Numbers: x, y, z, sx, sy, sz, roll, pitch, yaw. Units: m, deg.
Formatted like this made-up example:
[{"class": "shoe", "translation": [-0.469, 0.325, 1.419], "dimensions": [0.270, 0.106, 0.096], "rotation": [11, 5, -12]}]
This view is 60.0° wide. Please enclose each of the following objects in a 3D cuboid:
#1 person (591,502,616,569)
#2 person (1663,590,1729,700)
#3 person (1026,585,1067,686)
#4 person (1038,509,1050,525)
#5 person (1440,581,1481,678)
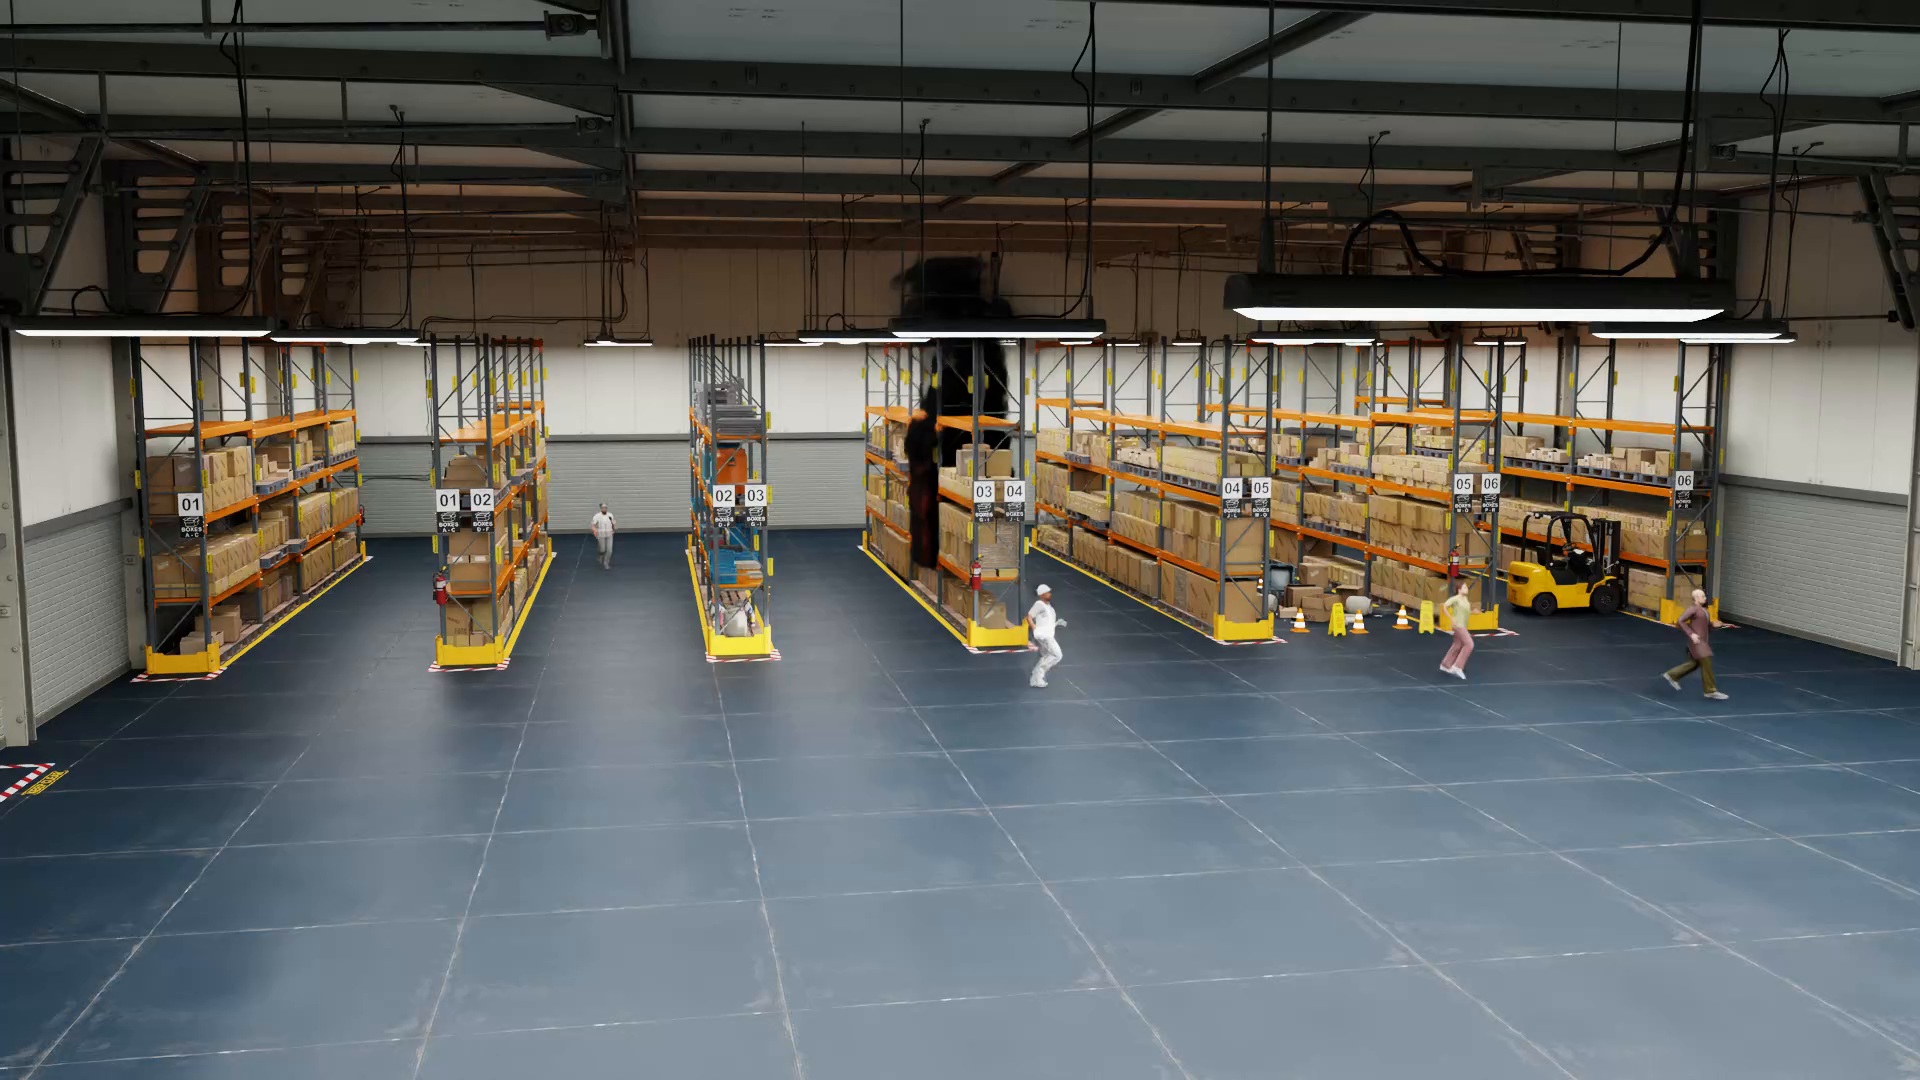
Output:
[{"class": "person", "translation": [-9.323, -0.119, 43.602], "dimensions": [0.665, 1.740, 0.603], "rotation": [-3, 7, -26]}, {"class": "person", "translation": [12.118, 1.698, 27.332], "dimensions": [1.061, 1.740, 0.708], "rotation": [5, 8, 36]}, {"class": "person", "translation": [1.487, 1.622, 28.136], "dimensions": [0.632, 1.738, 0.668], "rotation": [1, 7, 12]}, {"class": "person", "translation": [2.600, -0.803, 49.882], "dimensions": [0.617, 1.665, 0.622], "rotation": [-2, 7, -20]}, {"class": "person", "translation": [8.774, 1.562, 29.182], "dimensions": [0.681, 1.696, 0.573], "rotation": [5, 8, 37]}]
